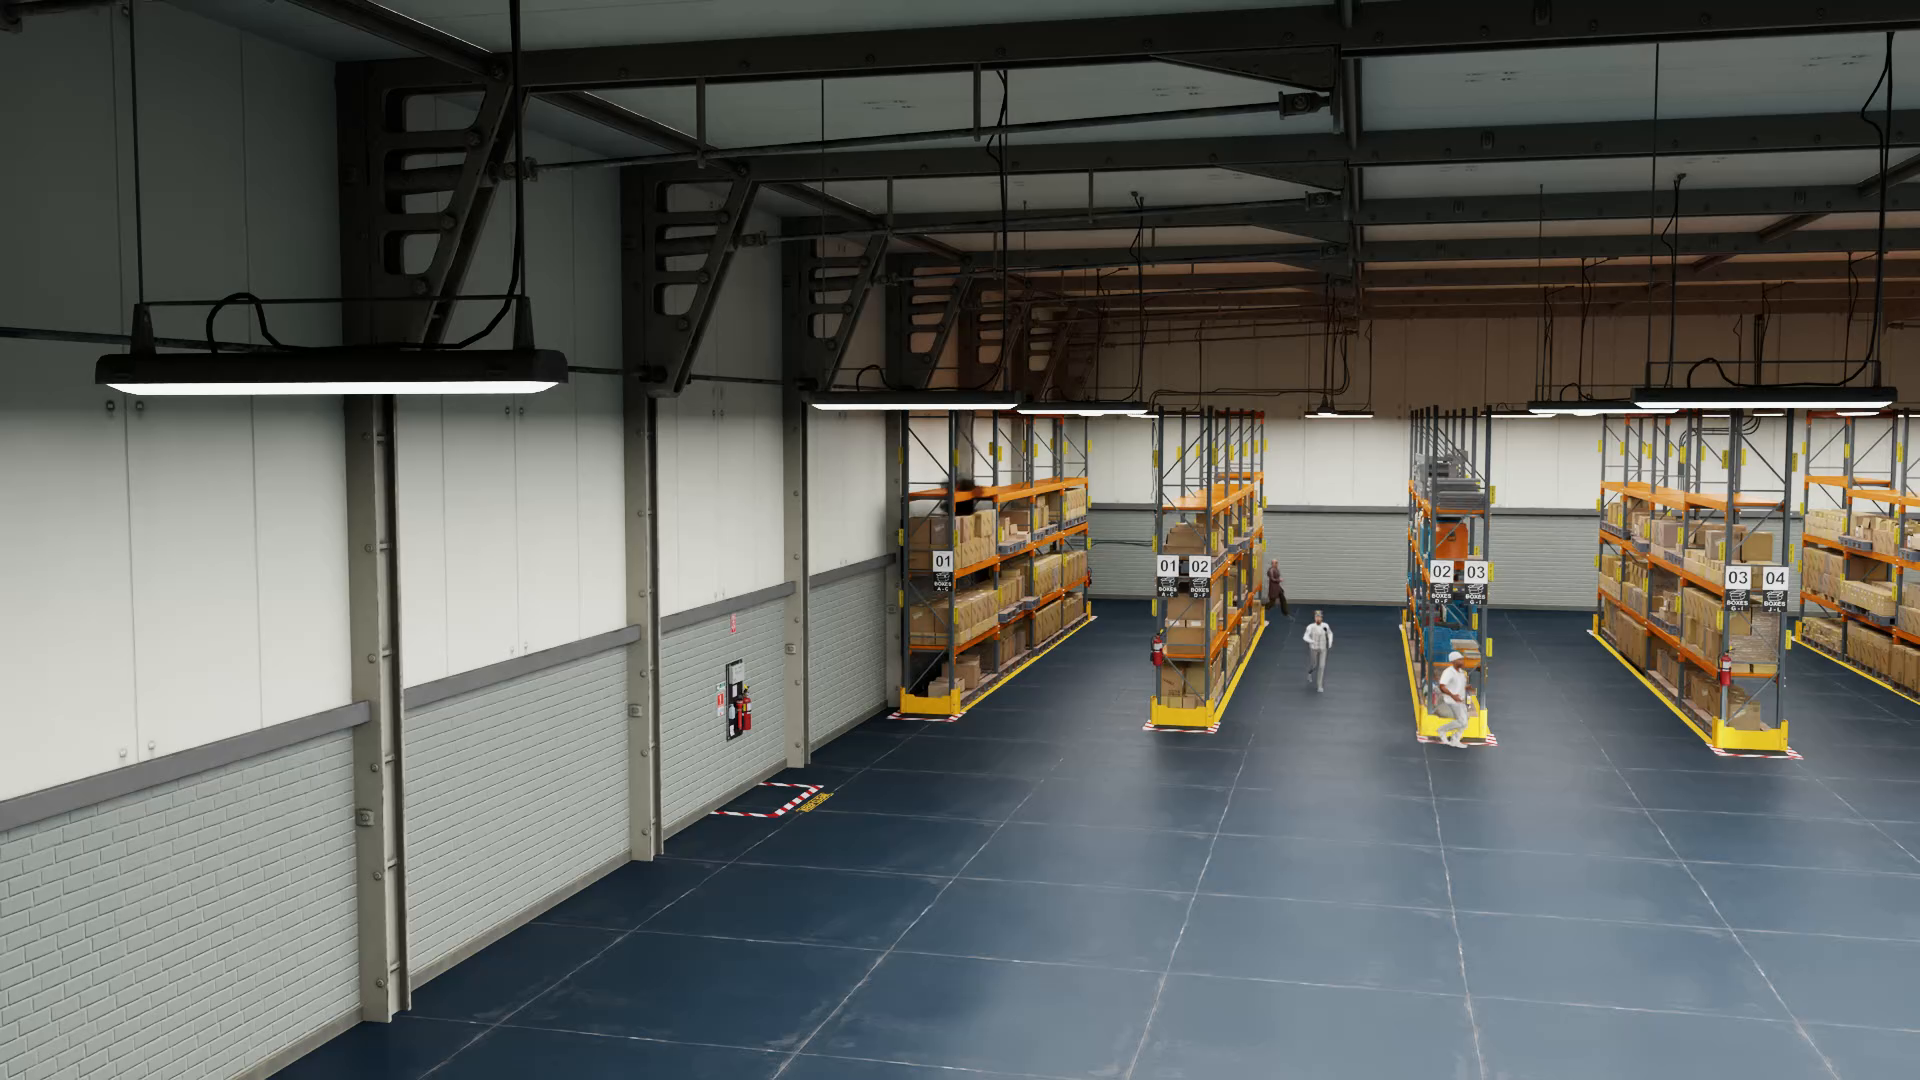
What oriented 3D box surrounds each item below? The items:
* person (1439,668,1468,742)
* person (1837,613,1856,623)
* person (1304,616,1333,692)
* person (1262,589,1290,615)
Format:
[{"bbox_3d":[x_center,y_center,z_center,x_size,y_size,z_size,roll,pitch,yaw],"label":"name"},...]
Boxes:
[{"bbox_3d":[8.620,2.886,29.047,0.509,1.386,0.694,3,5,32],"label":"person"},{"bbox_3d":[23.817,1.694,44.551,0.523,1.534,0.602,-1,4,-13],"label":"person"},{"bbox_3d":[7.643,2.363,35.486,0.624,1.658,0.914,0,4,5],"label":"person"},{"bbox_3d":[9.034,1.698,47.855,0.884,0.937,0.491,2,4,24],"label":"person"}]
